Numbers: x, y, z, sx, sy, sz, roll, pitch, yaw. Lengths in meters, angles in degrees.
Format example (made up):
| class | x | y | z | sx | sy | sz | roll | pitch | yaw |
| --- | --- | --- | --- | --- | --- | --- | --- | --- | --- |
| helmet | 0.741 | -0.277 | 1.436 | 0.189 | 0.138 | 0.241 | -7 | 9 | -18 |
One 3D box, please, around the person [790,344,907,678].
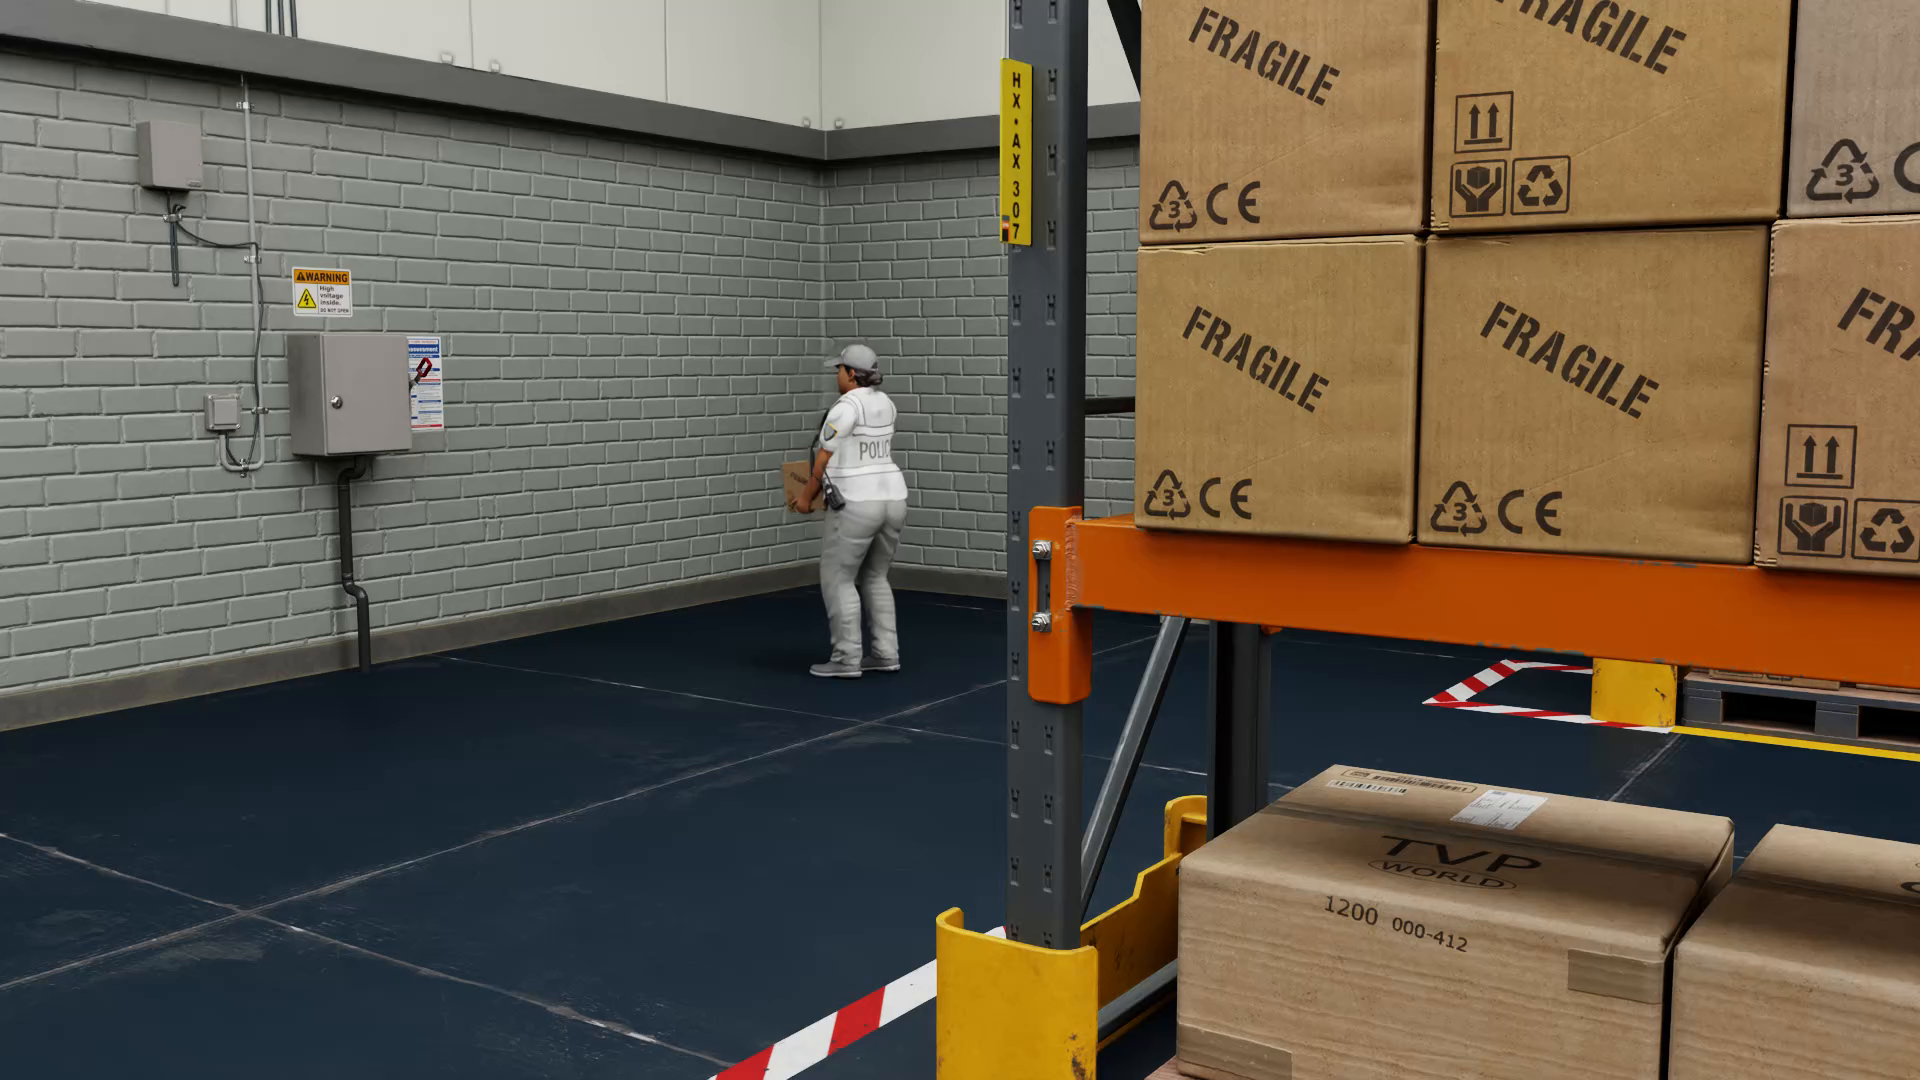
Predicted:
| class | x | y | z | sx | sy | sz | roll | pitch | yaw |
| --- | --- | --- | --- | --- | --- | --- | --- | --- | --- |
| person | -0.552 | -0.145 | 8.335 | 0.552 | 1.663 | 0.445 | 4 | 8 | 33 |
